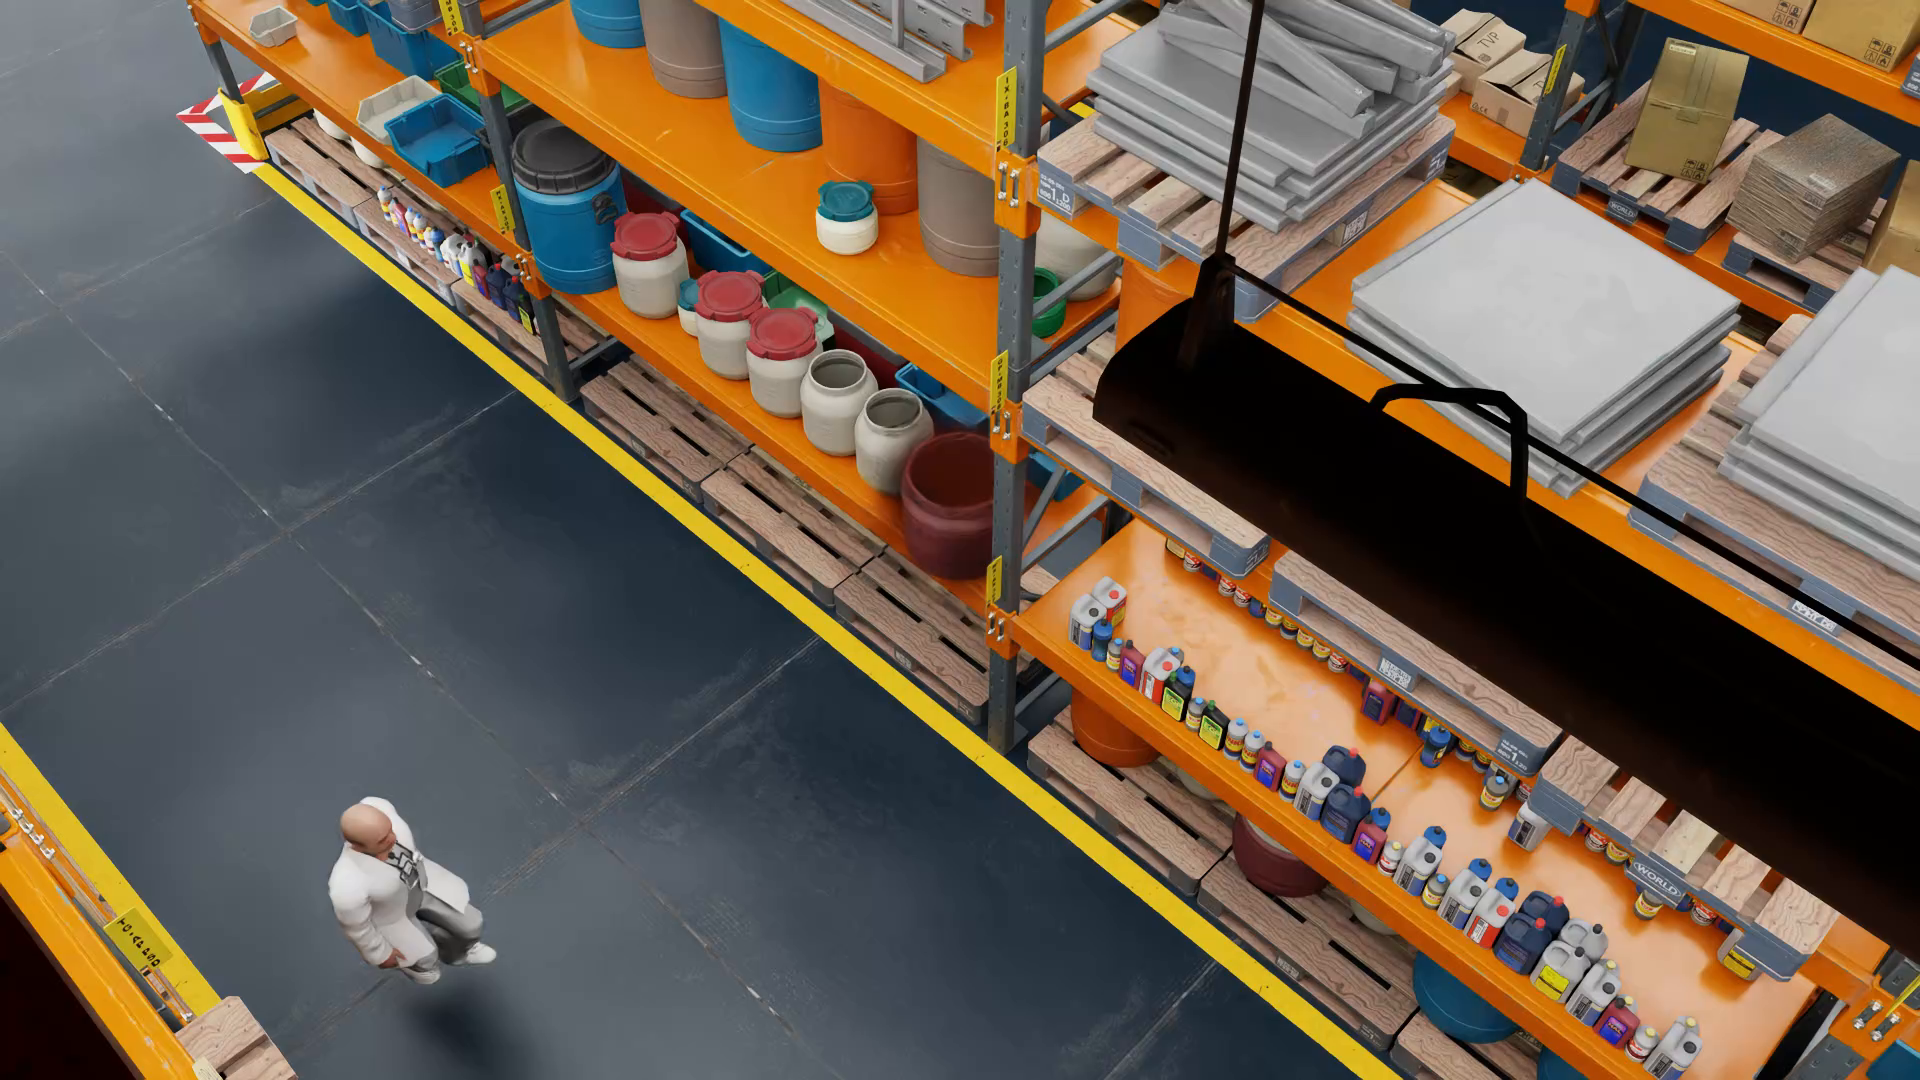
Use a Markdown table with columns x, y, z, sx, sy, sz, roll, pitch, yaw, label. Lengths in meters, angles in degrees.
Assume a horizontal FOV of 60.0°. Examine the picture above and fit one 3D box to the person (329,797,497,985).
| x | y | z | sx | sy | sz | roll | pitch | yaw | label |
| --- | --- | --- | --- | --- | --- | --- | --- | --- | --- |
| -2.616 | 1.659 | 7.612 | 0.627 | 1.730 | 0.591 | 20 | 53 | 16 | person |
